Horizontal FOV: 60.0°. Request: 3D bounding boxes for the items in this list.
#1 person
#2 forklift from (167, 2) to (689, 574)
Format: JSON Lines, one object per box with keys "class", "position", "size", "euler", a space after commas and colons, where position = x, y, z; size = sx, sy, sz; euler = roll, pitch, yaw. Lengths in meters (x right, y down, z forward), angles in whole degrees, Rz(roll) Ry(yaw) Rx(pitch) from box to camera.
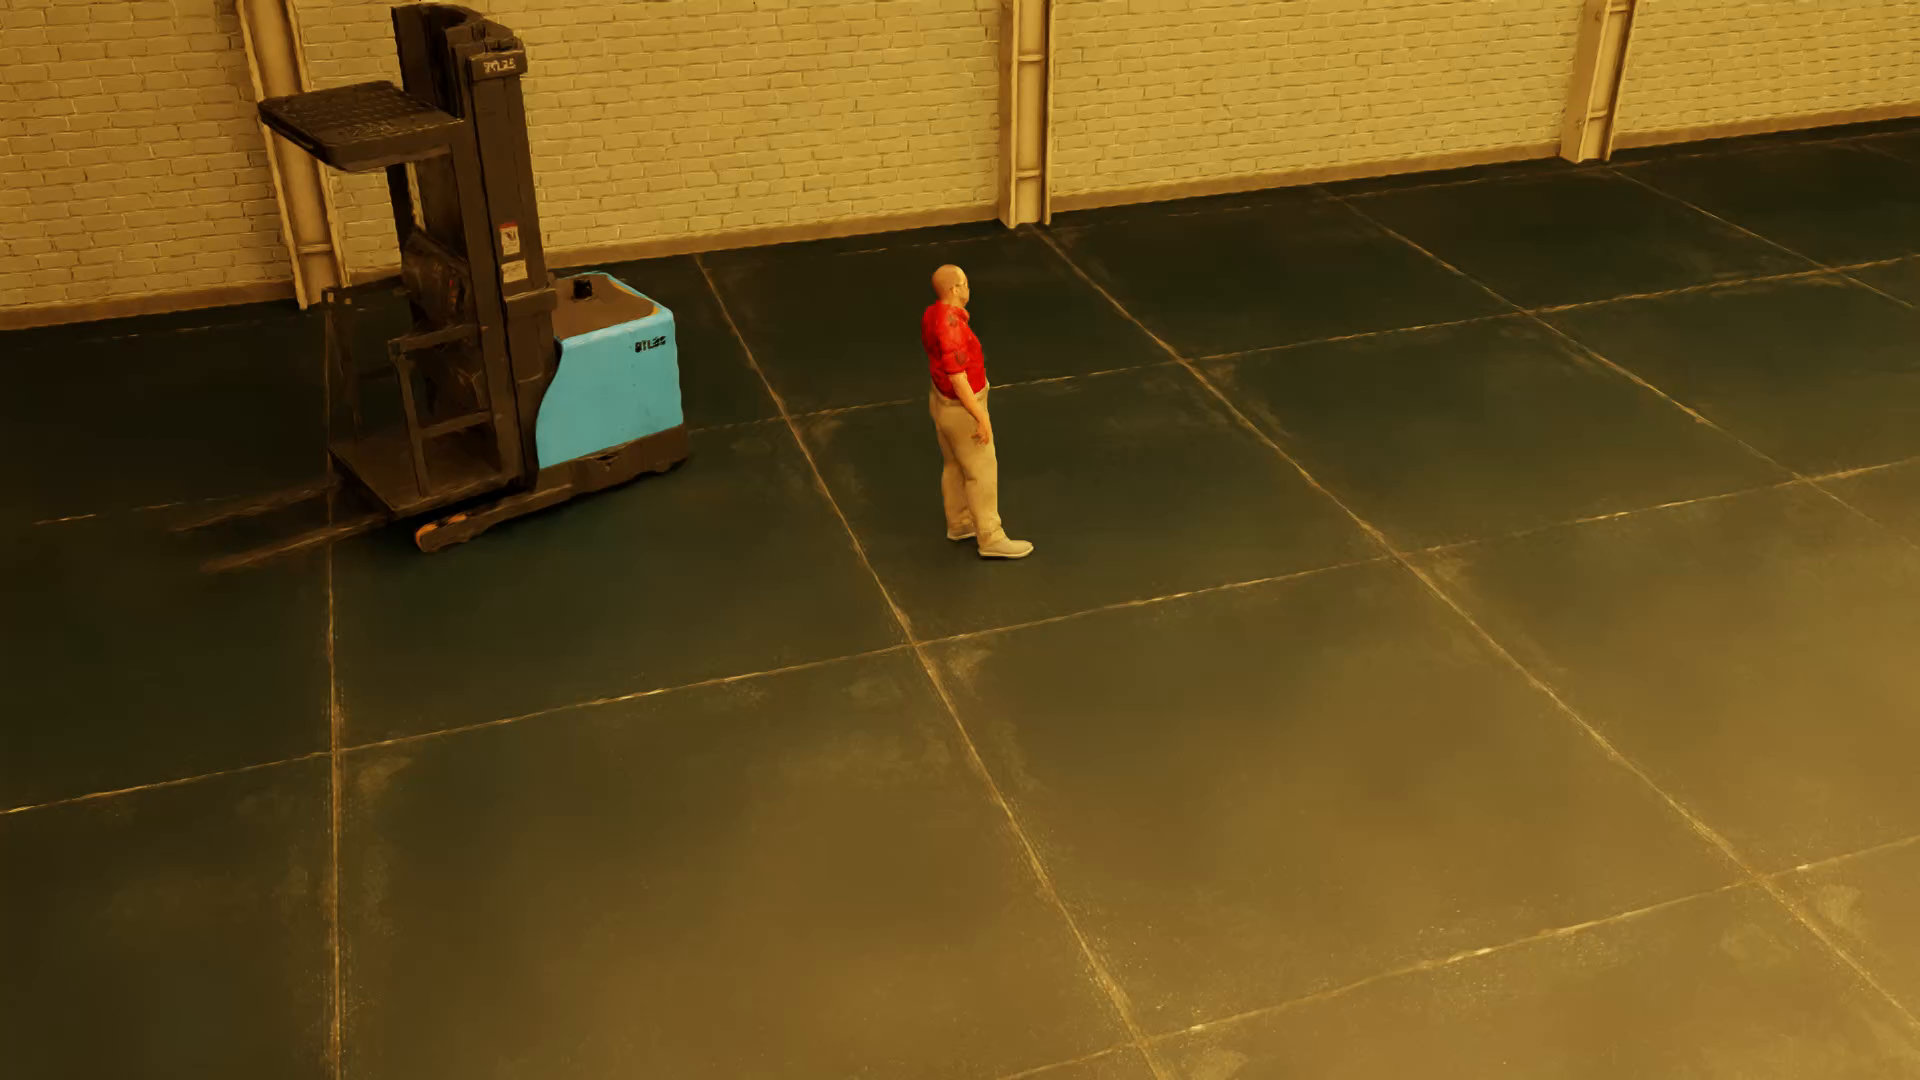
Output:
{"class": "person", "position": [0.089, -0.763, 9.607], "size": [0.550, 1.723, 0.640], "euler": [-10, 31, -16]}
{"class": "forklift", "position": [-3.239, -1.492, 9.680], "size": [3.031, 2.935, 1.130], "euler": [-22, 36, -33]}
